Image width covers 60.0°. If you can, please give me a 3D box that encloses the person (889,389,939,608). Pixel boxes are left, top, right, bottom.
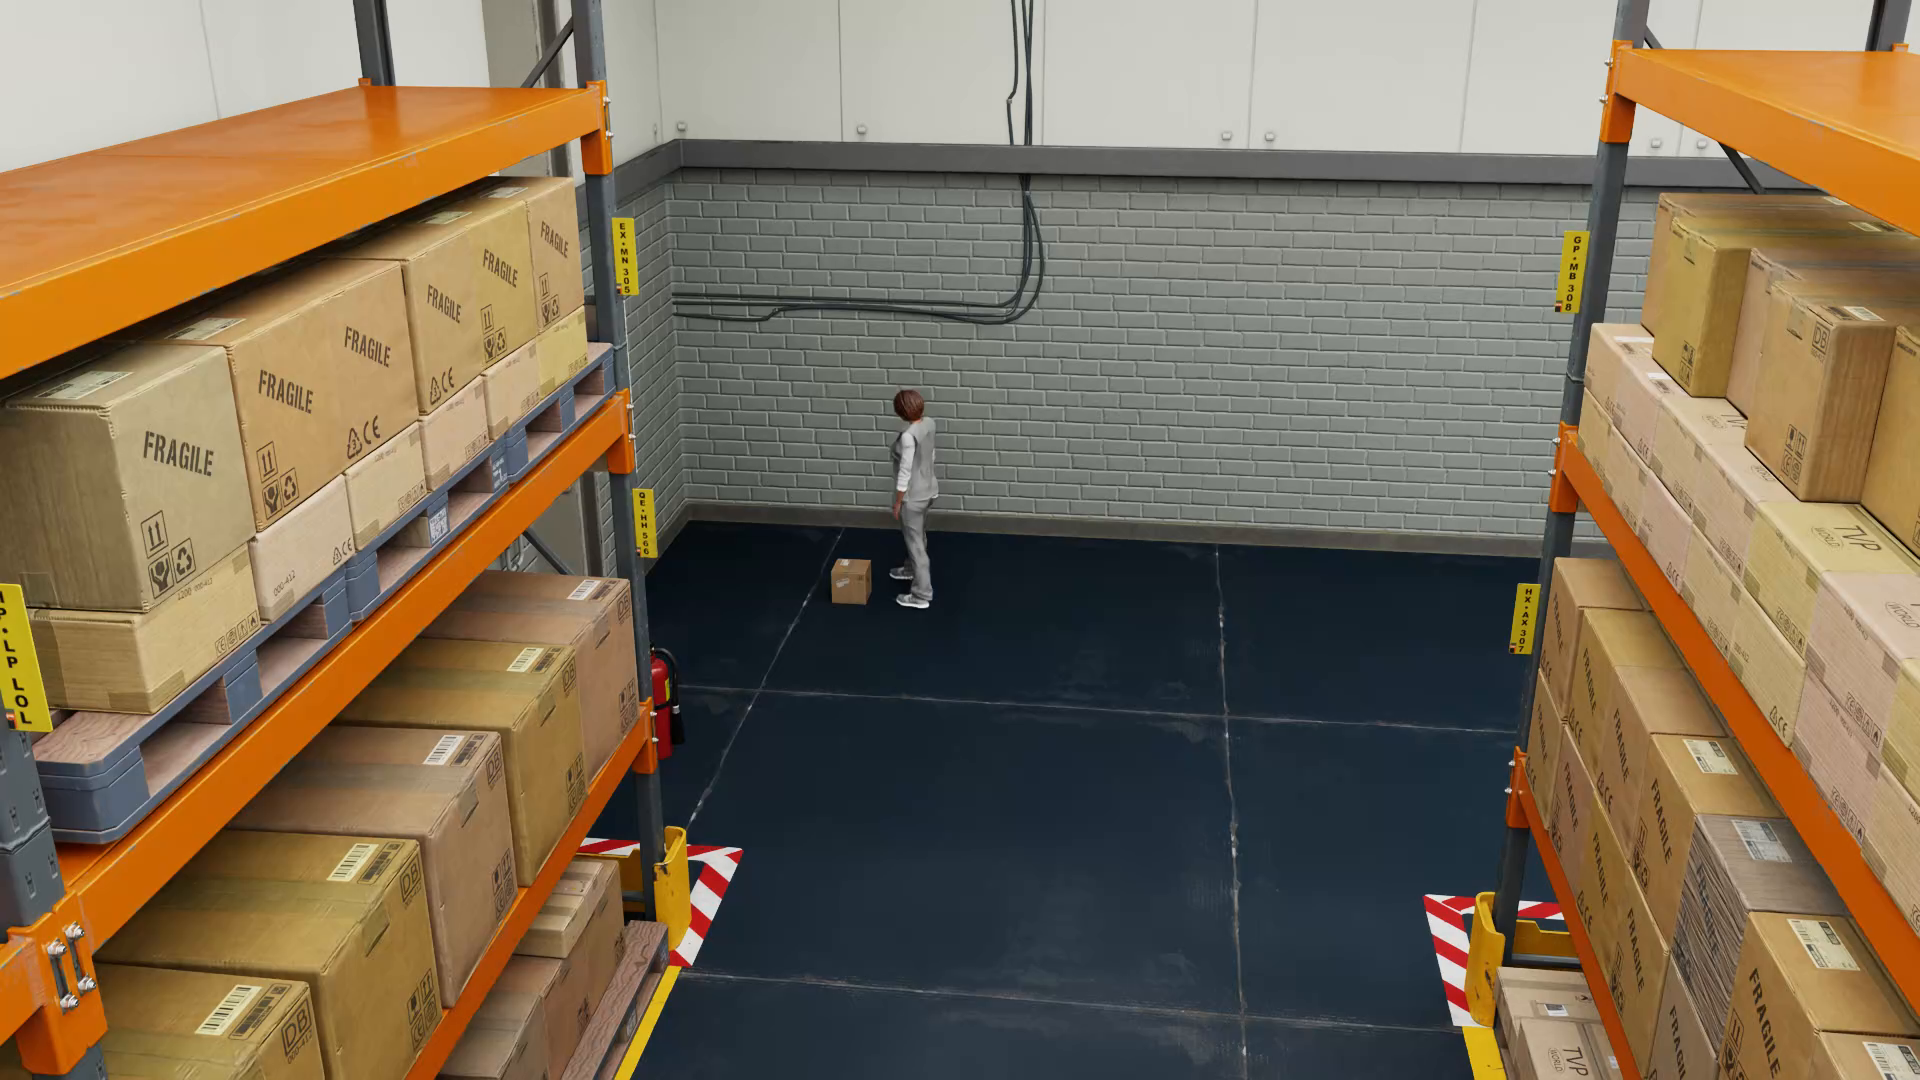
[{"bbox_3d":[-0.375,-0.339,11.948,0.552,1.584,0.537,10,24,23],"label":"person"}]
